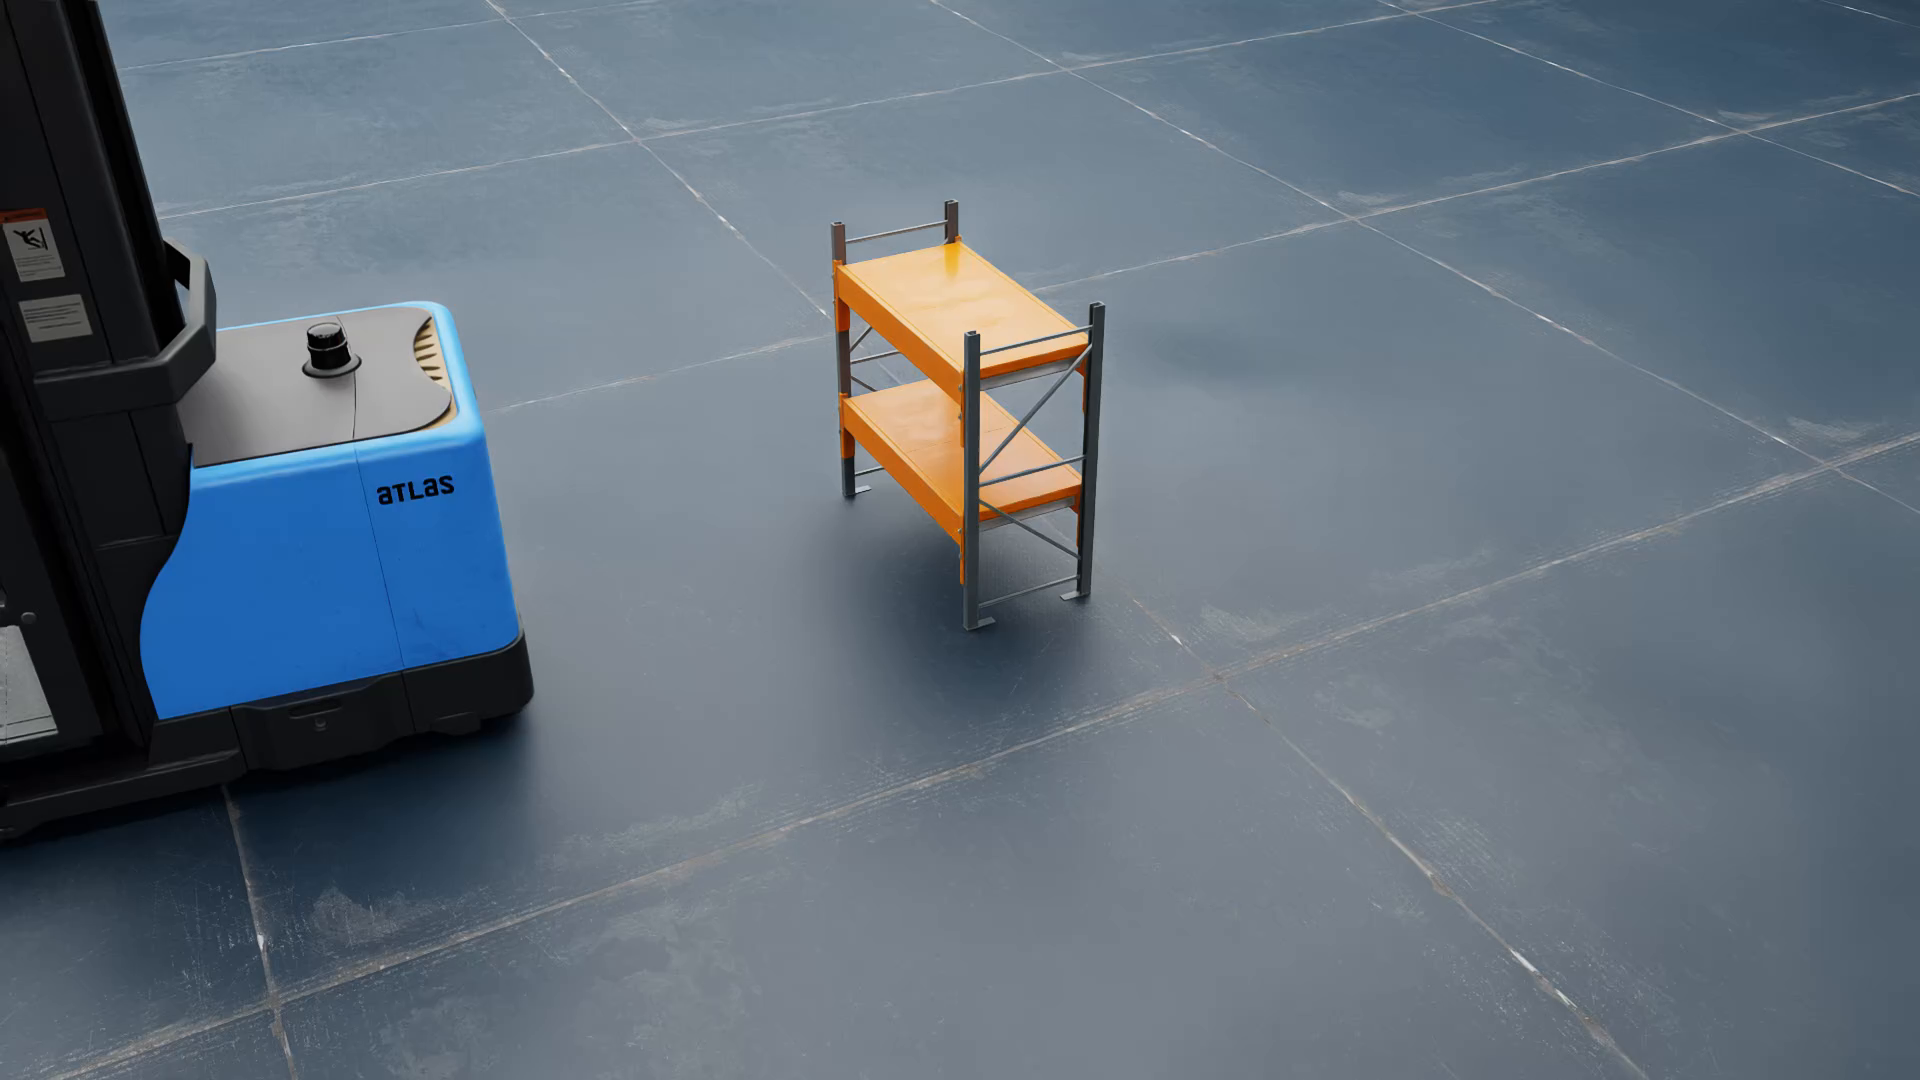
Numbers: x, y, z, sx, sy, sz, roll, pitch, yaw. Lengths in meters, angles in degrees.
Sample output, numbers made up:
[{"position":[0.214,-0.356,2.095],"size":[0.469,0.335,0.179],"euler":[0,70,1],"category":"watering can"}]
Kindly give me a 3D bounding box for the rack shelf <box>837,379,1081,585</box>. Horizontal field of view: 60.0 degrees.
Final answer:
[{"position":[0.003,-0.265,6.073],"size":[0.538,0.278,1.000],"euler":[-16,36,-23],"category":"rack shelf"}]

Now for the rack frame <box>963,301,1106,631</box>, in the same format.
[{"position":[0.240,-0.228,5.563],"size":[0.500,1.125,0.032],"euler":[-16,36,-23],"category":"rack frame"}]

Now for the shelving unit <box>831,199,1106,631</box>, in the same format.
[{"position":[0.003,-0.470,5.942],"size":[0.538,1.125,1.048],"euler":[-16,36,-23],"category":"shelving unit"}]

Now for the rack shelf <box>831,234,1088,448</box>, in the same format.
[{"position":[0.003,-0.717,5.784],"size":[0.538,0.278,1.000],"euler":[-16,36,-23],"category":"rack shelf"}]

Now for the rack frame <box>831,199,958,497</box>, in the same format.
[{"position":[-0.234,-0.713,6.320],"size":[0.500,1.125,0.032],"euler":[-16,36,-23],"category":"rack frame"}]

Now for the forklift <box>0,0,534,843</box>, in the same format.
[{"position":[-2.941,-0.618,4.497],"size":[3.031,2.935,1.130],"euler":[-12,34,-17],"category":"forklift"}]
